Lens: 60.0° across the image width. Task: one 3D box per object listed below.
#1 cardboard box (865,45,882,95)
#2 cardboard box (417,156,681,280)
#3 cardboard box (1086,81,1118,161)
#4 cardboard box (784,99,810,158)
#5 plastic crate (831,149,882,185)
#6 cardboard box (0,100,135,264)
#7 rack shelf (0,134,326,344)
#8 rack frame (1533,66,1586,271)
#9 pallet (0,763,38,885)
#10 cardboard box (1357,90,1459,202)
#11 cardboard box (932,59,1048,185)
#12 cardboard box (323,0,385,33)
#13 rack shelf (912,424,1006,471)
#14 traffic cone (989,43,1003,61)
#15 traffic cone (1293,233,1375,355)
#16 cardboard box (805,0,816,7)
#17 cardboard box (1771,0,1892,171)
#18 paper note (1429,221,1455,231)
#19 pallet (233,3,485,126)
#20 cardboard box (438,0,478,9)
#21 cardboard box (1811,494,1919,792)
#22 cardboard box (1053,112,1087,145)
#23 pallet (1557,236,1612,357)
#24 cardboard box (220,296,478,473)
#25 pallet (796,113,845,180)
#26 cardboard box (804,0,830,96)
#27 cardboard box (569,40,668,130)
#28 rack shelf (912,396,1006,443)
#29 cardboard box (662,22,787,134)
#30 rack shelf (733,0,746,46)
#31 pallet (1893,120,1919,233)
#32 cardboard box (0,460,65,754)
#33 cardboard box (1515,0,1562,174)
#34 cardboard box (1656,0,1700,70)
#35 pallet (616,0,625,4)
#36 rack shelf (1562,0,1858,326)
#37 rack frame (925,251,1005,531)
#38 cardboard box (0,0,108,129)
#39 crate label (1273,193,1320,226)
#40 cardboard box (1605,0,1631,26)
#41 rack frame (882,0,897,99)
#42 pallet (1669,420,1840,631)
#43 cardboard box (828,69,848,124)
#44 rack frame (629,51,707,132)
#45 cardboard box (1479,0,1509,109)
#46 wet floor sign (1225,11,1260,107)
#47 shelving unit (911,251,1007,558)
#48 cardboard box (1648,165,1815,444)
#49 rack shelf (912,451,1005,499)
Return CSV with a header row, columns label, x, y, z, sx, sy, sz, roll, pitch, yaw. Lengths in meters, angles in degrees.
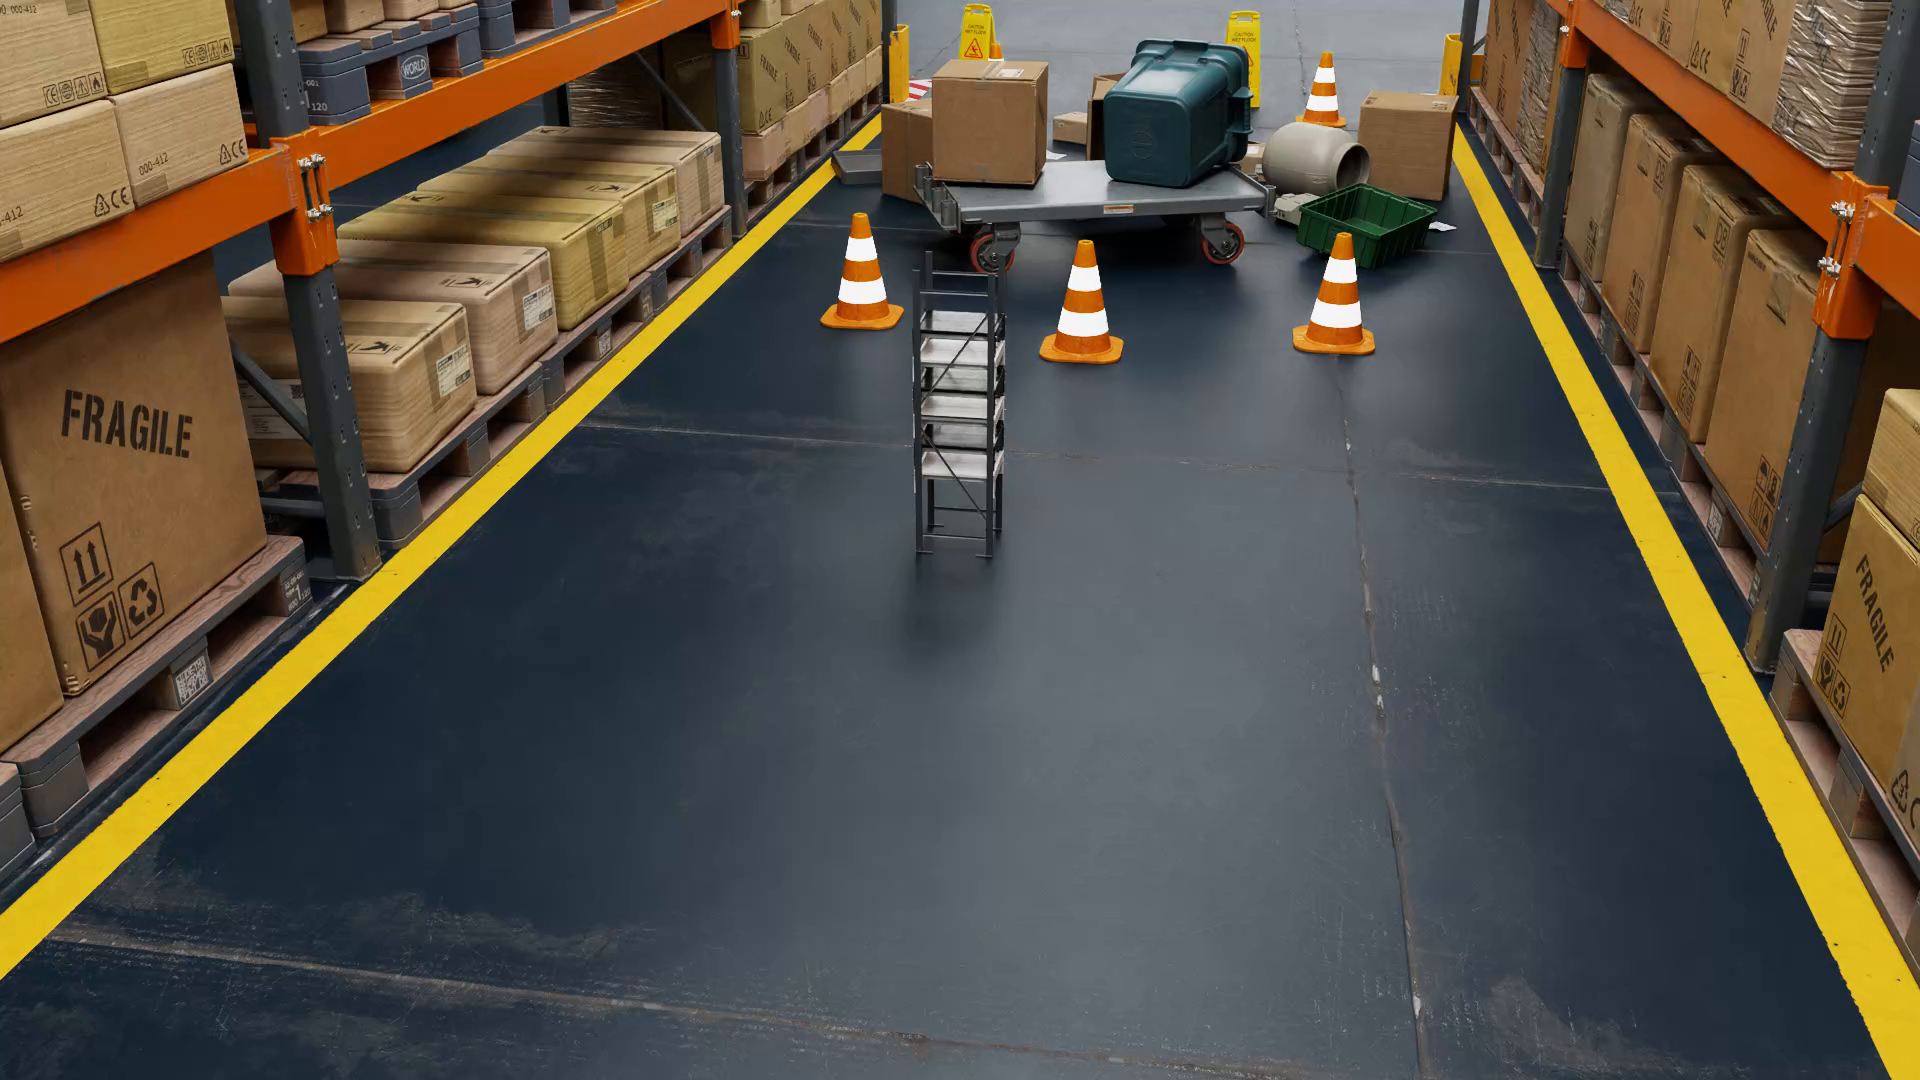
label,x,y,z,sx,sy,sz,roll,pitch,yaw
cardboard box,-0.826,-3.208,11.314,0.500,0.250,0.500,4,25,8
cardboard box,-1.807,-1.437,7.386,0.950,0.372,0.625,6,26,12
cardboard box,1.110,-2.259,9.323,0.797,0.637,0.503,4,25,9
cardboard box,-1.170,-2.354,9.489,0.500,0.250,0.500,5,26,11
plastic crate,-0.544,-2.235,9.930,0.402,0.080,0.583,-5,25,-10
cardboard box,-2.158,-0.772,3.538,0.500,0.250,0.500,4,25,9
rack shelf,-2.590,-0.122,2.821,1.077,0.370,4.000,4,25,9
rack frame,3.291,-2.657,7.387,1.000,3.000,0.127,4,25,9
pallet,-2.668,0.812,3.267,1.003,0.211,1.213,4,25,9
cardboard box,2.532,-2.246,9.456,0.500,0.500,0.500,8,26,18
cardboard box,0.152,-2.057,8.162,0.500,0.500,0.500,4,25,9
cardboard box,-1.947,-1.600,4.930,0.380,0.149,0.250,2,25,5
rack shelf,-0.001,-0.292,5.104,0.258,0.077,0.200,4,25,9
traffic cone,0.247,-3.212,11.566,0.336,0.463,0.334,4,25,9
traffic cone,1.582,-1.051,6.950,0.336,0.463,0.334,4,25,9
cardboard box,-1.044,-3.140,9.518,0.380,0.149,0.250,5,26,12
cardboard box,2.446,-1.236,4.234,0.500,0.500,0.500,4,25,9
paper note,2.507,-1.656,8.751,0.147,0.020,0.142,-14,29,-27
pallet,-2.252,-1.503,5.149,1.213,0.211,1.003,4,25,9
cardboard box,-1.792,-1.825,5.411,0.380,0.149,0.250,4,25,9
cardboard box,2.270,0.236,3.660,0.500,0.500,0.500,3,25,6
cardboard box,0.823,-2.651,10.739,0.380,0.149,0.250,19,31,35
pallet,3.239,-1.066,7.278,1.003,0.211,1.213,4,25,9
cardboard box,-2.161,-0.520,5.427,0.950,0.372,0.625,2,25,5
pallet,-1.337,-2.489,10.319,1.003,0.211,1.213,4,25,9
cardboard box,-1.084,-2.911,9.795,0.500,0.500,0.500,5,26,11
cardboard box,-1.777,-2.508,8.933,0.500,0.500,0.500,4,25,8
rack shelf,-0.001,-0.374,5.066,0.258,0.077,0.200,4,25,9
cardboard box,-1.247,-2.470,8.852,0.500,0.500,0.500,5,26,11
rack shelf,-1.283,-3.468,9.969,1.077,0.370,4.000,4,25,9
pallet,2.626,-0.591,3.201,1.213,0.211,1.003,4,25,9
cardboard box,-2.608,0.144,3.416,0.875,0.875,0.875,4,25,9
cardboard box,3.606,-2.520,9.106,0.875,0.875,0.875,4,25,9
cardboard box,2.690,-1.868,5.585,0.500,0.500,0.500,4,25,9
pallet,-1.878,-2.561,7.409,1.003,0.211,1.213,4,25,9
rack shelf,2.964,-1.494,5.753,1.077,0.370,4.000,4,25,9
rack frame,0.015,-0.447,5.143,0.240,0.900,0.006,4,25,9
cardboard box,-2.172,-1.008,3.452,0.500,0.250,0.500,3,25,7
crate label,1.819,-1.751,8.829,0.298,0.136,0.250,-14,29,-27
cardboard box,2.857,-2.289,6.485,0.500,0.500,0.500,4,25,9
rack frame,-0.956,-4.630,11.604,1.000,3.000,0.127,4,25,9
pallet,2.840,-0.045,5.098,1.003,0.211,1.213,4,25,9
cardboard box,-0.995,-2.783,10.406,0.500,0.250,0.500,3,25,7
rack frame,-1.613,-2.958,8.030,0.949,2.616,0.053,4,25,9
cardboard box,3.899,-3.269,10.707,0.875,0.875,0.875,4,25,9
wet floor sign,1.996,-3.413,11.779,0.267,0.644,0.232,0,25,-1
shelving unit,-0.001,-0.404,5.052,0.258,0.900,0.210,4,25,9
cardboard box,2.965,-0.769,5.514,1.050,0.750,0.750,4,25,9
rack shelf,-0.001,-0.211,5.142,0.258,0.077,0.200,4,25,9
